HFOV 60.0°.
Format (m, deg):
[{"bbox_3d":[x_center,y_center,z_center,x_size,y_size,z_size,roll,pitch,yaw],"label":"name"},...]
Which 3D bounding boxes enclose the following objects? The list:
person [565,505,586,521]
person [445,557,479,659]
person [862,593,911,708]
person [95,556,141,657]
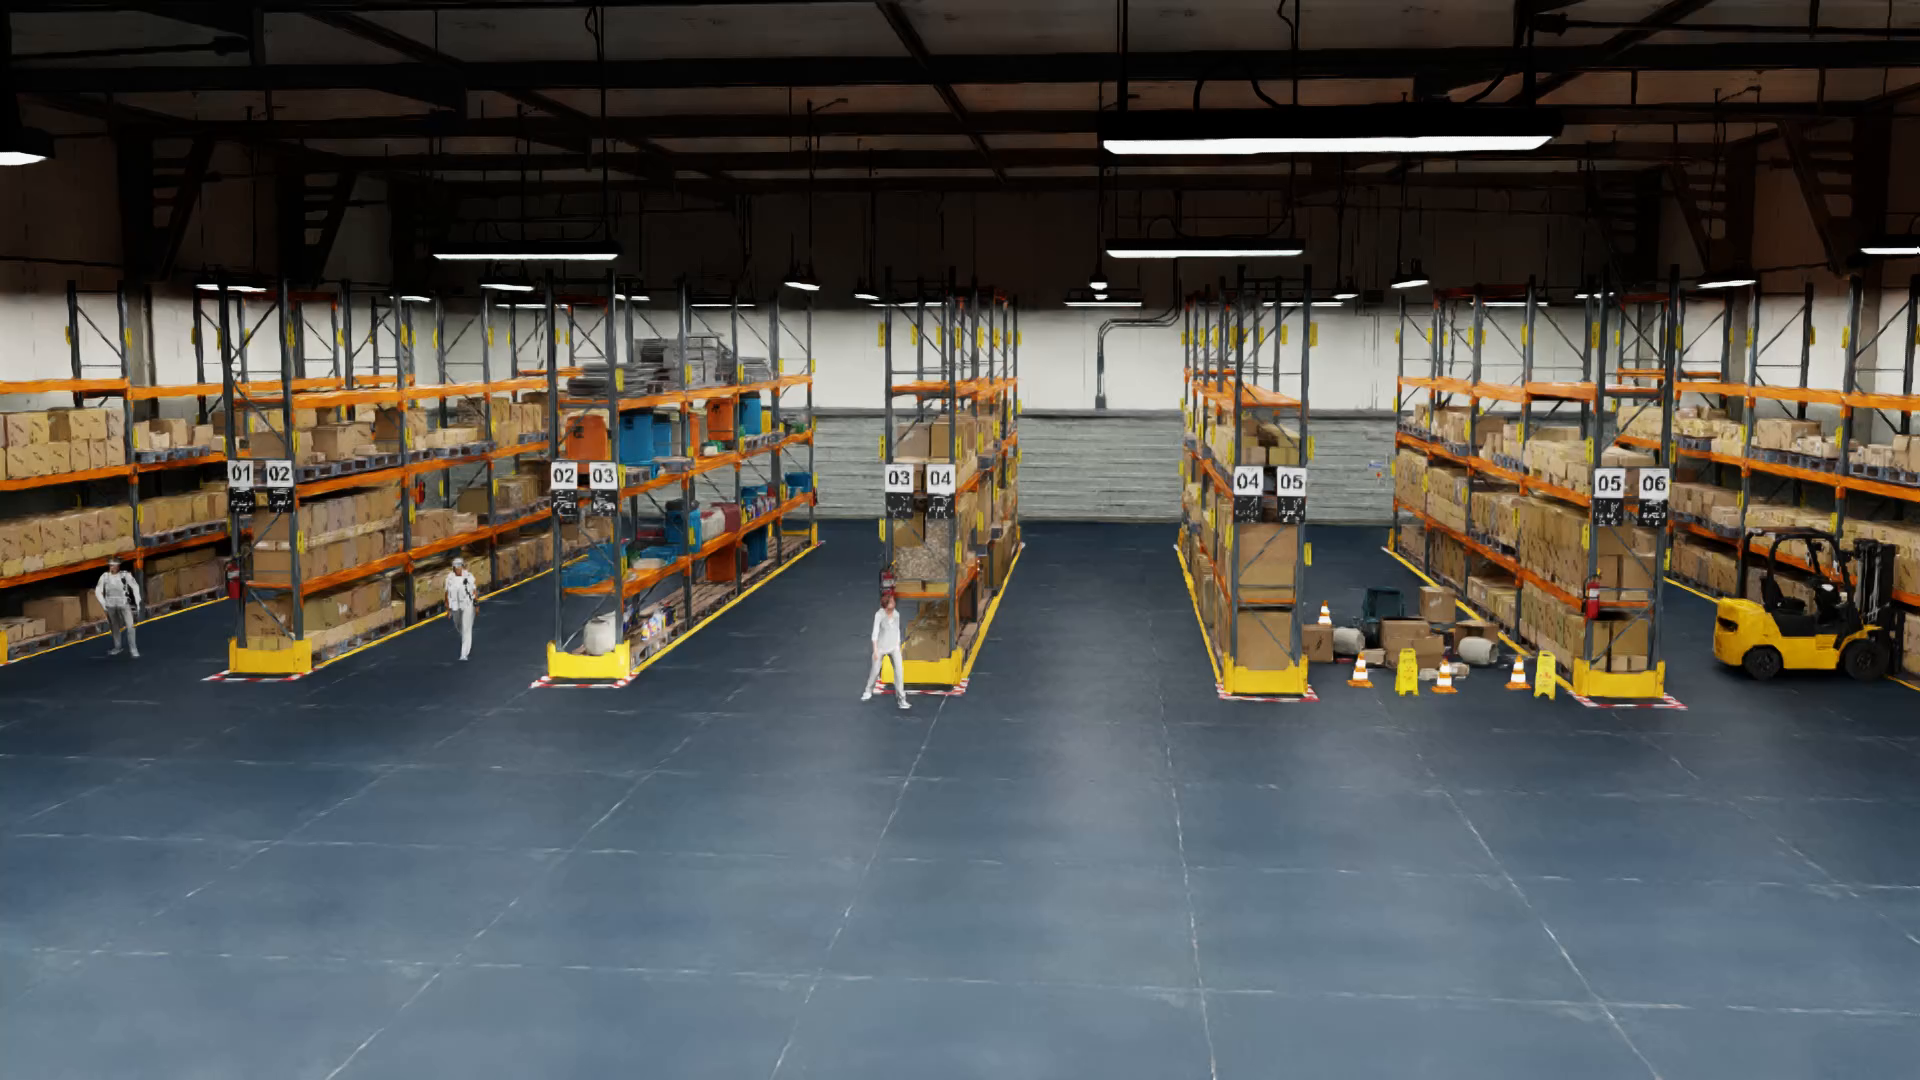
[{"bbox_3d":[-10.359,-1.259,44.784,0.543,1.645,0.911,-3,7,-21],"label":"person"},{"bbox_3d":[-7.824,1.042,26.077,0.497,1.580,1.091,0,7,3],"label":"person"},{"bbox_3d":[-1.030,1.481,22.615,0.481,1.560,0.863,-3,8,-23],"label":"person"},{"bbox_3d":[-13.201,1.030,26.134,0.644,1.615,0.783,-2,7,-13],"label":"person"}]
